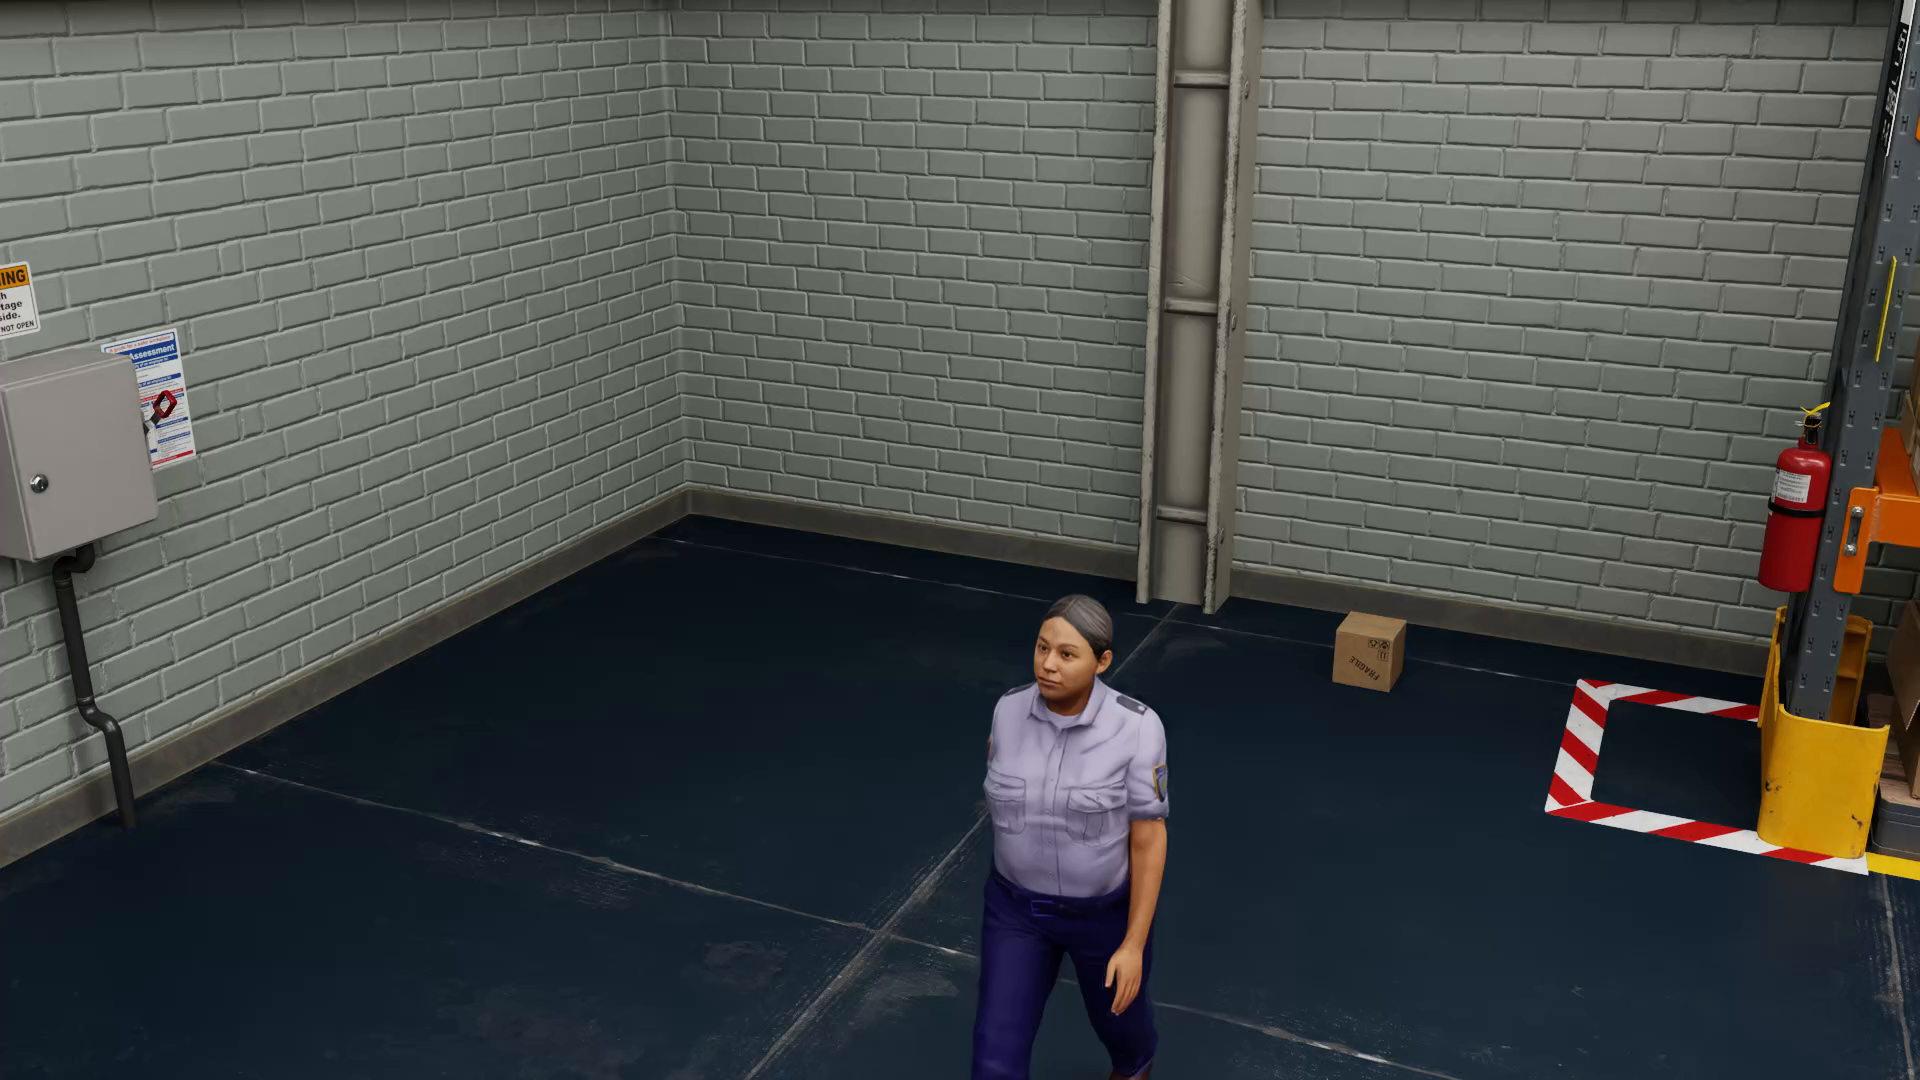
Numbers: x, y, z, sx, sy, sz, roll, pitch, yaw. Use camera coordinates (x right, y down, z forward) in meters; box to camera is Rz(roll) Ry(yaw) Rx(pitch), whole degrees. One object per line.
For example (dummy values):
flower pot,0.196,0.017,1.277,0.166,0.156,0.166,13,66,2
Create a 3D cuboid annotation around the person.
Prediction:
person,0.260,0.903,4.003,0.471,1.583,0.988,6,20,17
